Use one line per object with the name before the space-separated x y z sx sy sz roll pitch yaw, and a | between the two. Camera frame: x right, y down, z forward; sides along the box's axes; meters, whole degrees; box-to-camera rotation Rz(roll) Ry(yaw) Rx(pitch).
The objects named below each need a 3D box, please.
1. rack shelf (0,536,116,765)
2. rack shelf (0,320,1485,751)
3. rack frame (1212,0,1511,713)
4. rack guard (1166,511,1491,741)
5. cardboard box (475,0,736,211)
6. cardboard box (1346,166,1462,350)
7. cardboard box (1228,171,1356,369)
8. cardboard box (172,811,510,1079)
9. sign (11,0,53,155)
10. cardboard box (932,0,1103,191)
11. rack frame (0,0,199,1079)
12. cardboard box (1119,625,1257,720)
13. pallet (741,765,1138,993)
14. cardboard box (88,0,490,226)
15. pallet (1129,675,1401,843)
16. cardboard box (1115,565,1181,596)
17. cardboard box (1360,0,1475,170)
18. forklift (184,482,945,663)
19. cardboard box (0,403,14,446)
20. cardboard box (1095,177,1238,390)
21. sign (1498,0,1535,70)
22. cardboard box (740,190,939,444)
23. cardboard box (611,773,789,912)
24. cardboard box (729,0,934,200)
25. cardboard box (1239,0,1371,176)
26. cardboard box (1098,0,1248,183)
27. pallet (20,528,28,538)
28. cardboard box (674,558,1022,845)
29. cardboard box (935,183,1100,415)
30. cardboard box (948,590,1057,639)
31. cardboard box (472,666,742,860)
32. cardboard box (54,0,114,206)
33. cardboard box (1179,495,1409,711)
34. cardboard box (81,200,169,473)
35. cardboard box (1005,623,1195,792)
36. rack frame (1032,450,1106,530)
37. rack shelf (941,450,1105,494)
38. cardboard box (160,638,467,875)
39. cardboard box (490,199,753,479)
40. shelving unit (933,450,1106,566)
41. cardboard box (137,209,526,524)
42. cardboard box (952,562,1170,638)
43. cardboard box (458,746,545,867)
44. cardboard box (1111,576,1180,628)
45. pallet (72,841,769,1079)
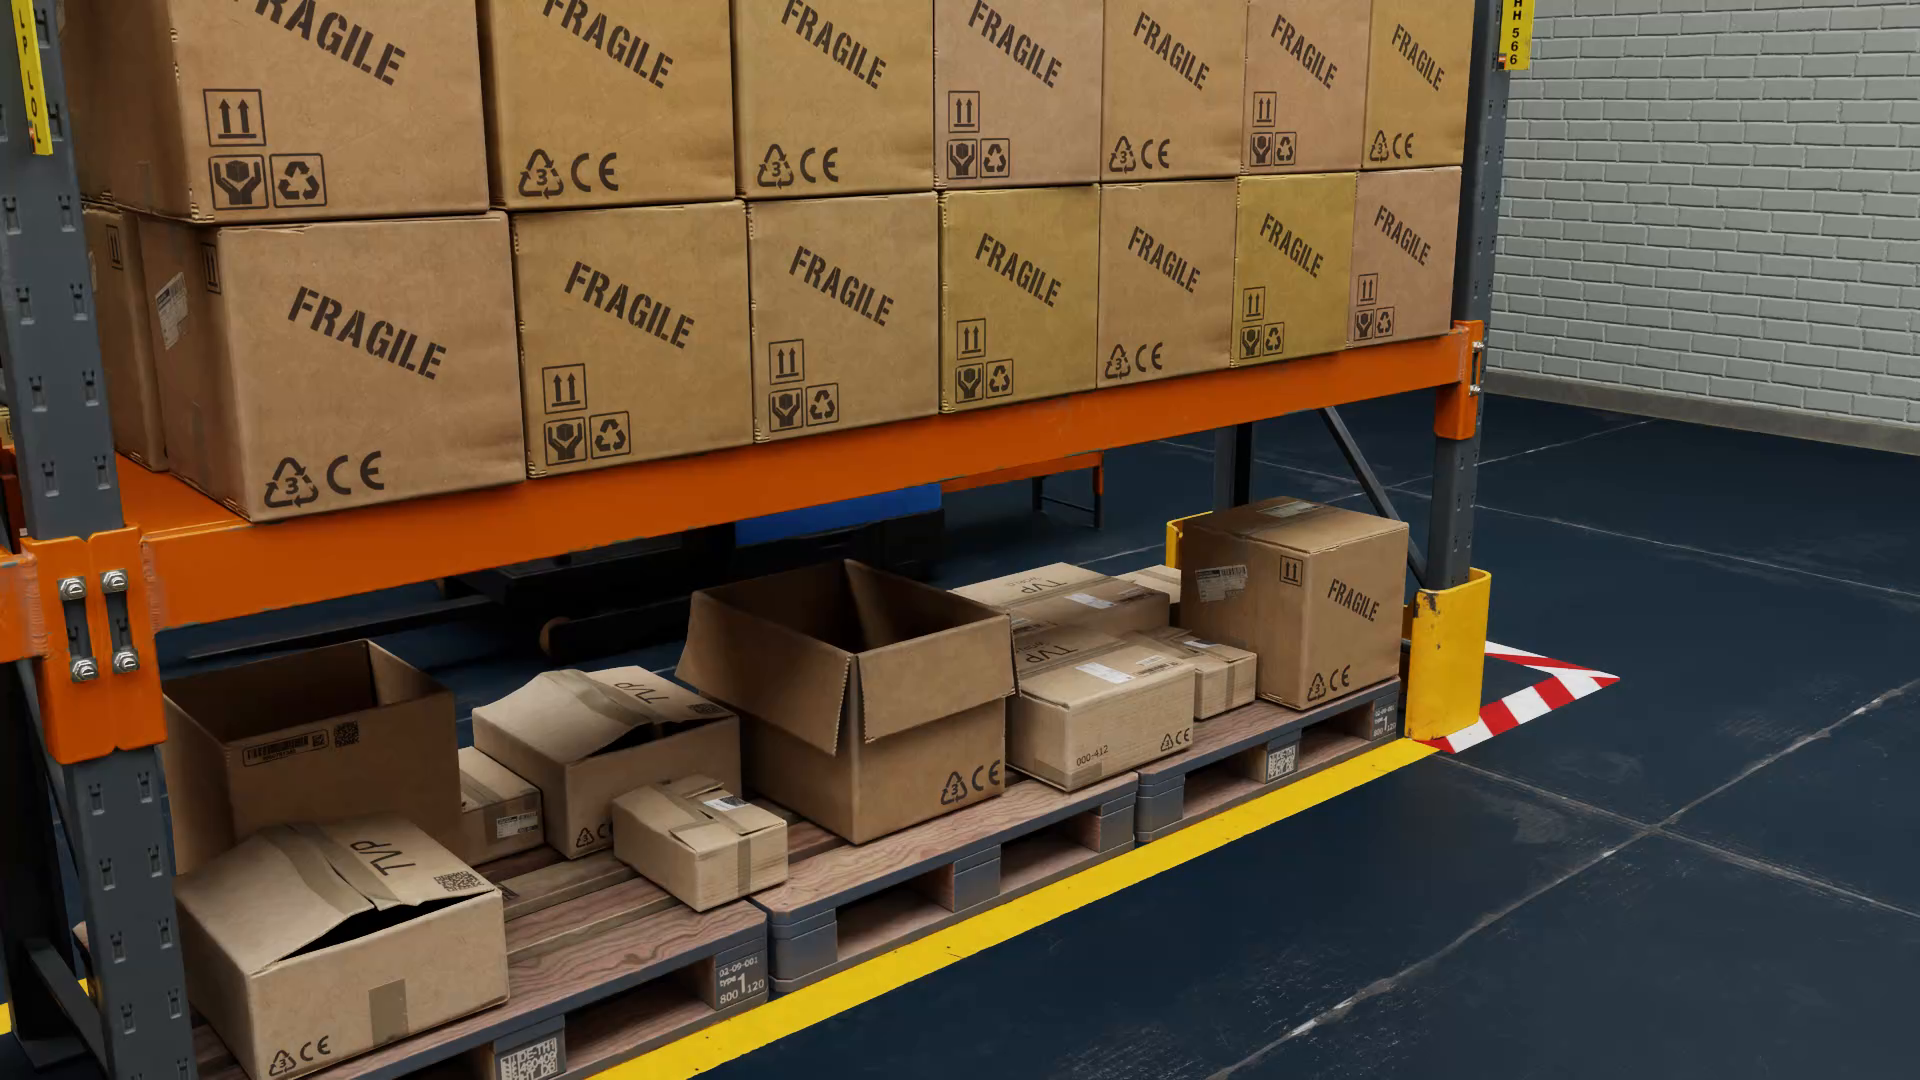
rack shelf | -3.232 0.411 1.792 4.000 0.370 1.077 -13 19 -39
rack shelf | -0.215 -0.267 4.329 4.000 0.370 1.077 -13 19 -39
rack frame | 1.294 -0.953 5.505 0.127 3.000 1.000 -13 19 -39
rack guard | 1.237 0.268 5.779 0.348 0.500 1.175 -13 19 -39
cardboard box | -0.794 -0.919 3.247 0.500 0.500 0.500 -13 20 -41
cardboard box | 1.135 -0.872 5.010 0.500 0.500 0.500 -12 19 -38
cardboard box | 0.746 -0.784 4.678 0.500 0.500 0.500 -12 19 -39
cardboard box | -1.265 0.782 3.367 0.500 0.311 0.500 -13 19 -39
sign | -1.356 -0.727 2.416 0.005 0.325 0.100 -13 19 -39
cardboard box | -0.017 -1.094 3.901 0.500 0.500 0.500 -12 19 -38
rack frame | -1.723 -0.275 2.968 0.127 3.000 1.000 -13 19 -39
cardboard box | 0.681 0.395 5.098 0.250 0.166 0.380 -13 19 -39
pallet | -0.284 0.748 4.541 1.213 0.211 1.003 -13 19 -39
cardboard box | -1.183 -0.832 2.920 0.500 0.500 0.500 -12 19 -38
pallet | 0.636 0.543 5.310 1.213 0.211 1.003 -13 19 -39
cardboard box | 0.753 0.216 5.801 0.250 0.149 0.380 -13 19 -39
cardboard box | 1.139 -1.355 4.880 0.500 0.500 0.500 -13 20 -40
forklift | -1.537 -1.122 6.270 3.031 2.935 1.130 -11 19 -37
cardboard box | -4.346 -0.341 7.244 0.500 0.500 0.700 -12 19 -39
cardboard box | 0.366 -0.700 4.366 0.500 0.500 0.500 -12 19 -39
sign | 1.643 -1.554 4.897 0.005 0.325 0.100 -13 19 -39
cardboard box | -0.397 -0.529 3.722 0.500 0.500 0.500 -13 20 -40
cardboard box | -0.619 0.704 3.941 0.250 0.166 0.380 -13 19 -39
cardboard box | -0.406 -1.006 3.573 0.500 0.500 0.500 -13 20 -41
cardboard box | 0.758 -1.270 4.559 0.500 0.500 0.500 -12 19 -38
cardboard box | 0.370 -1.181 4.227 0.500 0.500 0.500 -12 19 -38
pallet | -4.353 -0.005 7.361 1.213 0.211 1.003 -13 19 -39
cardboard box | -0.309 0.399 4.429 0.637 0.503 0.797 -13 19 -39
cardboard box | -0.014 -0.615 4.046 0.500 0.500 0.500 -13 20 -40
cardboard box | -0.057 0.369 5.031 0.500 0.250 0.500 -13 19 -39
cardboard box | -0.914 0.532 4.302 0.500 0.311 0.500 -13 19 -39
cardboard box | -1.512 -0.943 3.335 0.500 0.500 0.500 -13 19 -39
cardboard box | 1.046 0.182 5.246 0.500 0.500 0.500 -13 19 -39
cardboard box | -1.515 -0.458 3.459 0.500 0.500 0.500 -12 19 -38
cardboard box | 0.309 0.458 4.698 0.500 0.250 0.500 -13 19 -39
rack frame | 0.525 -0.642 7.975 0.032 1.125 0.500 -11 19 -37
rack shelf | 0.124 -0.325 7.735 1.000 0.278 0.538 -11 19 -37
cardboard box | -1.480 0.568 3.802 0.500 0.500 0.500 -13 19 -39
cardboard box | -0.776 -0.444 3.407 0.500 0.500 0.500 -12 19 -38
shelving unit | 0.124 -0.561 7.672 1.048 1.125 0.538 -11 19 -37
cardboard box | -1.160 -0.357 3.080 0.500 0.500 0.500 -12 19 -38
cardboard box | 0.321 0.285 5.348 0.500 0.250 0.500 -13 19 -39
cardboard box | -1.236 0.663 4.129 0.250 0.149 0.380 -13 19 -39
cardboard box | 0.564 0.250 5.640 0.250 0.166 0.380 -13 19 -39
pallet | -1.205 0.956 3.763 1.213 0.211 1.003 -13 19 -39
